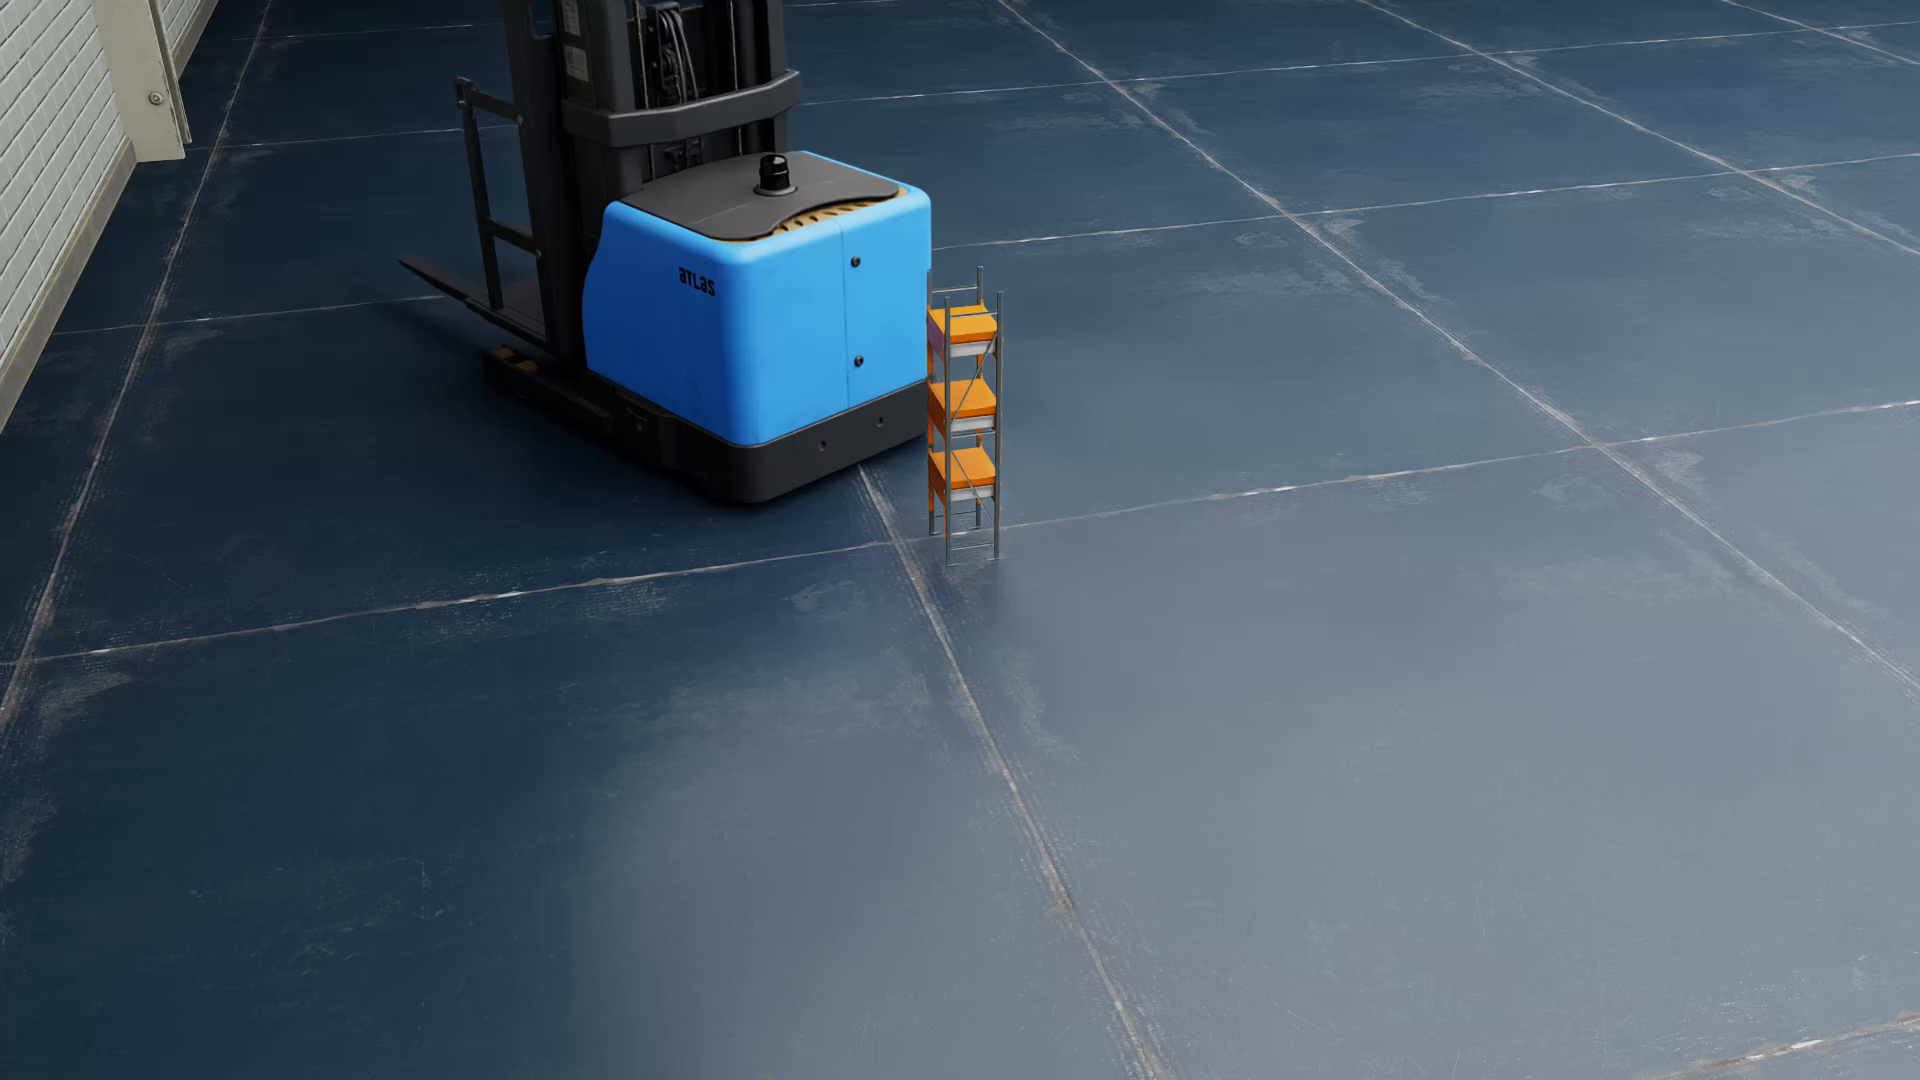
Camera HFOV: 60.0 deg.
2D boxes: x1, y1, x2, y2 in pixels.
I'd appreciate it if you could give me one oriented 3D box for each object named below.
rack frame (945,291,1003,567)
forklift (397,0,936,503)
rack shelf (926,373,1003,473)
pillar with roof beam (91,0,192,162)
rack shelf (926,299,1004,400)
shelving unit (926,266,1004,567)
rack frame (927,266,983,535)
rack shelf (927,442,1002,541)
[{"bbox_3d":[0.047,-0.370,5.841,0.200,1.050,0.008,-8,31,-13],"label":"rack frame"},{"bbox_3d":[-1.488,-2.050,6.866,1.130,2.935,3.031,-26,39,-37],"label":"forklift"},{"bbox_3d":[0.014,-0.419,5.948,0.215,0.259,0.240,-8,31,-13],"label":"rack shelf"},{"bbox_3d":[-0.880,-6.916,9.216,9.100,9.000,0.400,-8,31,-13],"label":"pillar with roof beam"},{"bbox_3d":[0.014,-0.665,5.806,0.215,0.259,0.240,-8,31,-13],"label":"rack shelf"},{"bbox_3d":[0.014,-0.429,5.942,0.215,1.050,0.252,-8,31,-13],"label":"shelving unit"},{"bbox_3d":[-0.018,-0.487,6.044,0.200,1.050,0.008,-8,31,-13],"label":"rack frame"},{"bbox_3d":[0.014,-0.179,6.087,0.215,0.259,0.240,-8,31,-13],"label":"rack shelf"}]
